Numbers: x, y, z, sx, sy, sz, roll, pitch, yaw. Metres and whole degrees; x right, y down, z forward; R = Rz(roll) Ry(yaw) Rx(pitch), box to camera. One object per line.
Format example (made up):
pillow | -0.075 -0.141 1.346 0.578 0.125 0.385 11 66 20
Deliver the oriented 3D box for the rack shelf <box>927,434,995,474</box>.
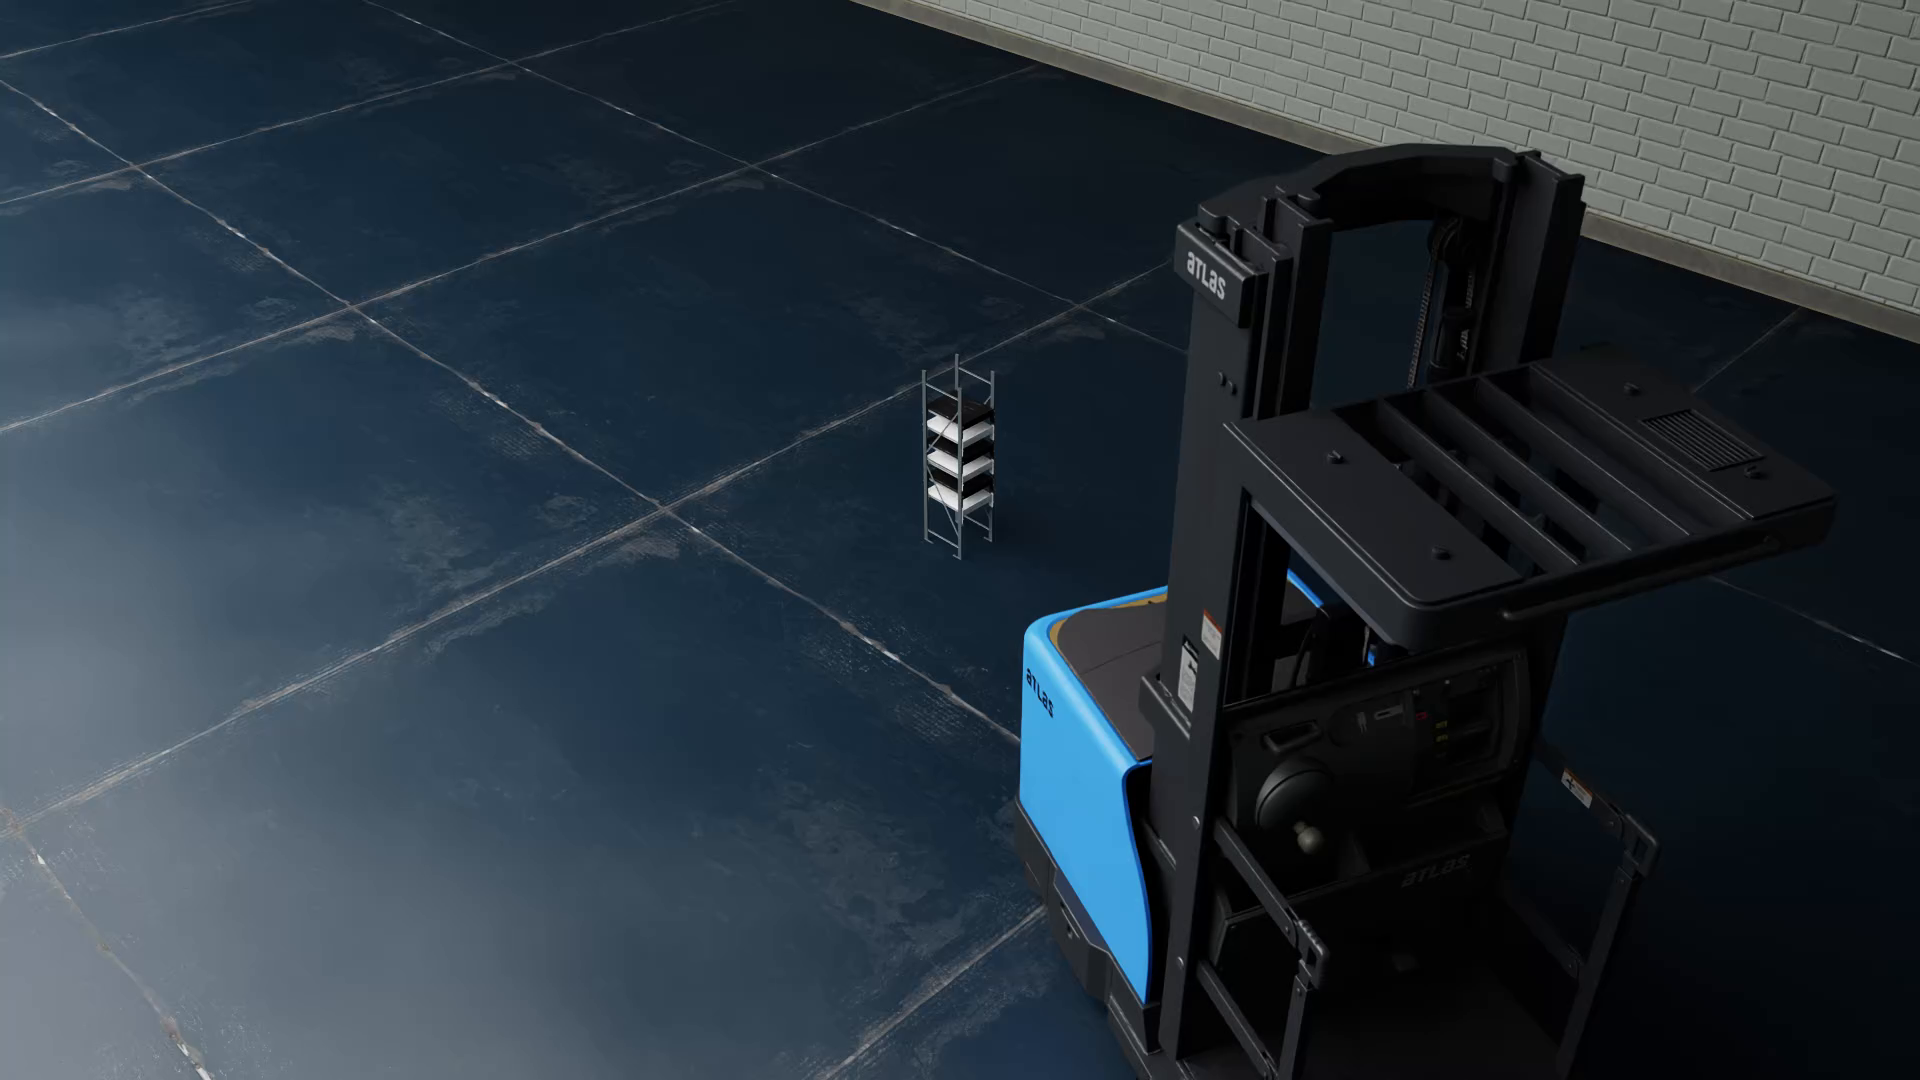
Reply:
rack shelf | -0.006 -0.412 7.455 0.258 0.077 0.200 30 45 35

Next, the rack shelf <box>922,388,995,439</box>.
rack shelf | -0.006 -0.560 7.352 0.258 0.077 0.200 30 45 35

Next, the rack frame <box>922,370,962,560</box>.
rack frame | -0.077 -0.325 7.429 0.240 0.900 0.006 30 45 35

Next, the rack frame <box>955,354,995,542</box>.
rack frame | 0.066 -0.407 7.547 0.240 0.900 0.006 30 45 35

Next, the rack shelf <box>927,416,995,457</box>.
rack shelf | -0.006 -0.486 7.404 0.258 0.077 0.200 30 45 35

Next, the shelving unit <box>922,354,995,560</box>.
shelving unit | -0.006 -0.366 7.488 0.258 0.900 0.210 30 45 35

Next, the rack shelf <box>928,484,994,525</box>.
rack shelf | -0.006 -0.191 7.610 0.258 0.077 0.200 30 45 35

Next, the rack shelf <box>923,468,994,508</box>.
rack shelf | -0.006 -0.265 7.558 0.258 0.077 0.200 30 45 35

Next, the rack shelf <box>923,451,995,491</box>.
rack shelf | -0.006 -0.338 7.507 0.258 0.077 0.200 30 45 35

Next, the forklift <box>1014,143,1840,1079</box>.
forklift | 1.213 0.623 4.294 1.130 2.935 3.031 -13 37 -18
